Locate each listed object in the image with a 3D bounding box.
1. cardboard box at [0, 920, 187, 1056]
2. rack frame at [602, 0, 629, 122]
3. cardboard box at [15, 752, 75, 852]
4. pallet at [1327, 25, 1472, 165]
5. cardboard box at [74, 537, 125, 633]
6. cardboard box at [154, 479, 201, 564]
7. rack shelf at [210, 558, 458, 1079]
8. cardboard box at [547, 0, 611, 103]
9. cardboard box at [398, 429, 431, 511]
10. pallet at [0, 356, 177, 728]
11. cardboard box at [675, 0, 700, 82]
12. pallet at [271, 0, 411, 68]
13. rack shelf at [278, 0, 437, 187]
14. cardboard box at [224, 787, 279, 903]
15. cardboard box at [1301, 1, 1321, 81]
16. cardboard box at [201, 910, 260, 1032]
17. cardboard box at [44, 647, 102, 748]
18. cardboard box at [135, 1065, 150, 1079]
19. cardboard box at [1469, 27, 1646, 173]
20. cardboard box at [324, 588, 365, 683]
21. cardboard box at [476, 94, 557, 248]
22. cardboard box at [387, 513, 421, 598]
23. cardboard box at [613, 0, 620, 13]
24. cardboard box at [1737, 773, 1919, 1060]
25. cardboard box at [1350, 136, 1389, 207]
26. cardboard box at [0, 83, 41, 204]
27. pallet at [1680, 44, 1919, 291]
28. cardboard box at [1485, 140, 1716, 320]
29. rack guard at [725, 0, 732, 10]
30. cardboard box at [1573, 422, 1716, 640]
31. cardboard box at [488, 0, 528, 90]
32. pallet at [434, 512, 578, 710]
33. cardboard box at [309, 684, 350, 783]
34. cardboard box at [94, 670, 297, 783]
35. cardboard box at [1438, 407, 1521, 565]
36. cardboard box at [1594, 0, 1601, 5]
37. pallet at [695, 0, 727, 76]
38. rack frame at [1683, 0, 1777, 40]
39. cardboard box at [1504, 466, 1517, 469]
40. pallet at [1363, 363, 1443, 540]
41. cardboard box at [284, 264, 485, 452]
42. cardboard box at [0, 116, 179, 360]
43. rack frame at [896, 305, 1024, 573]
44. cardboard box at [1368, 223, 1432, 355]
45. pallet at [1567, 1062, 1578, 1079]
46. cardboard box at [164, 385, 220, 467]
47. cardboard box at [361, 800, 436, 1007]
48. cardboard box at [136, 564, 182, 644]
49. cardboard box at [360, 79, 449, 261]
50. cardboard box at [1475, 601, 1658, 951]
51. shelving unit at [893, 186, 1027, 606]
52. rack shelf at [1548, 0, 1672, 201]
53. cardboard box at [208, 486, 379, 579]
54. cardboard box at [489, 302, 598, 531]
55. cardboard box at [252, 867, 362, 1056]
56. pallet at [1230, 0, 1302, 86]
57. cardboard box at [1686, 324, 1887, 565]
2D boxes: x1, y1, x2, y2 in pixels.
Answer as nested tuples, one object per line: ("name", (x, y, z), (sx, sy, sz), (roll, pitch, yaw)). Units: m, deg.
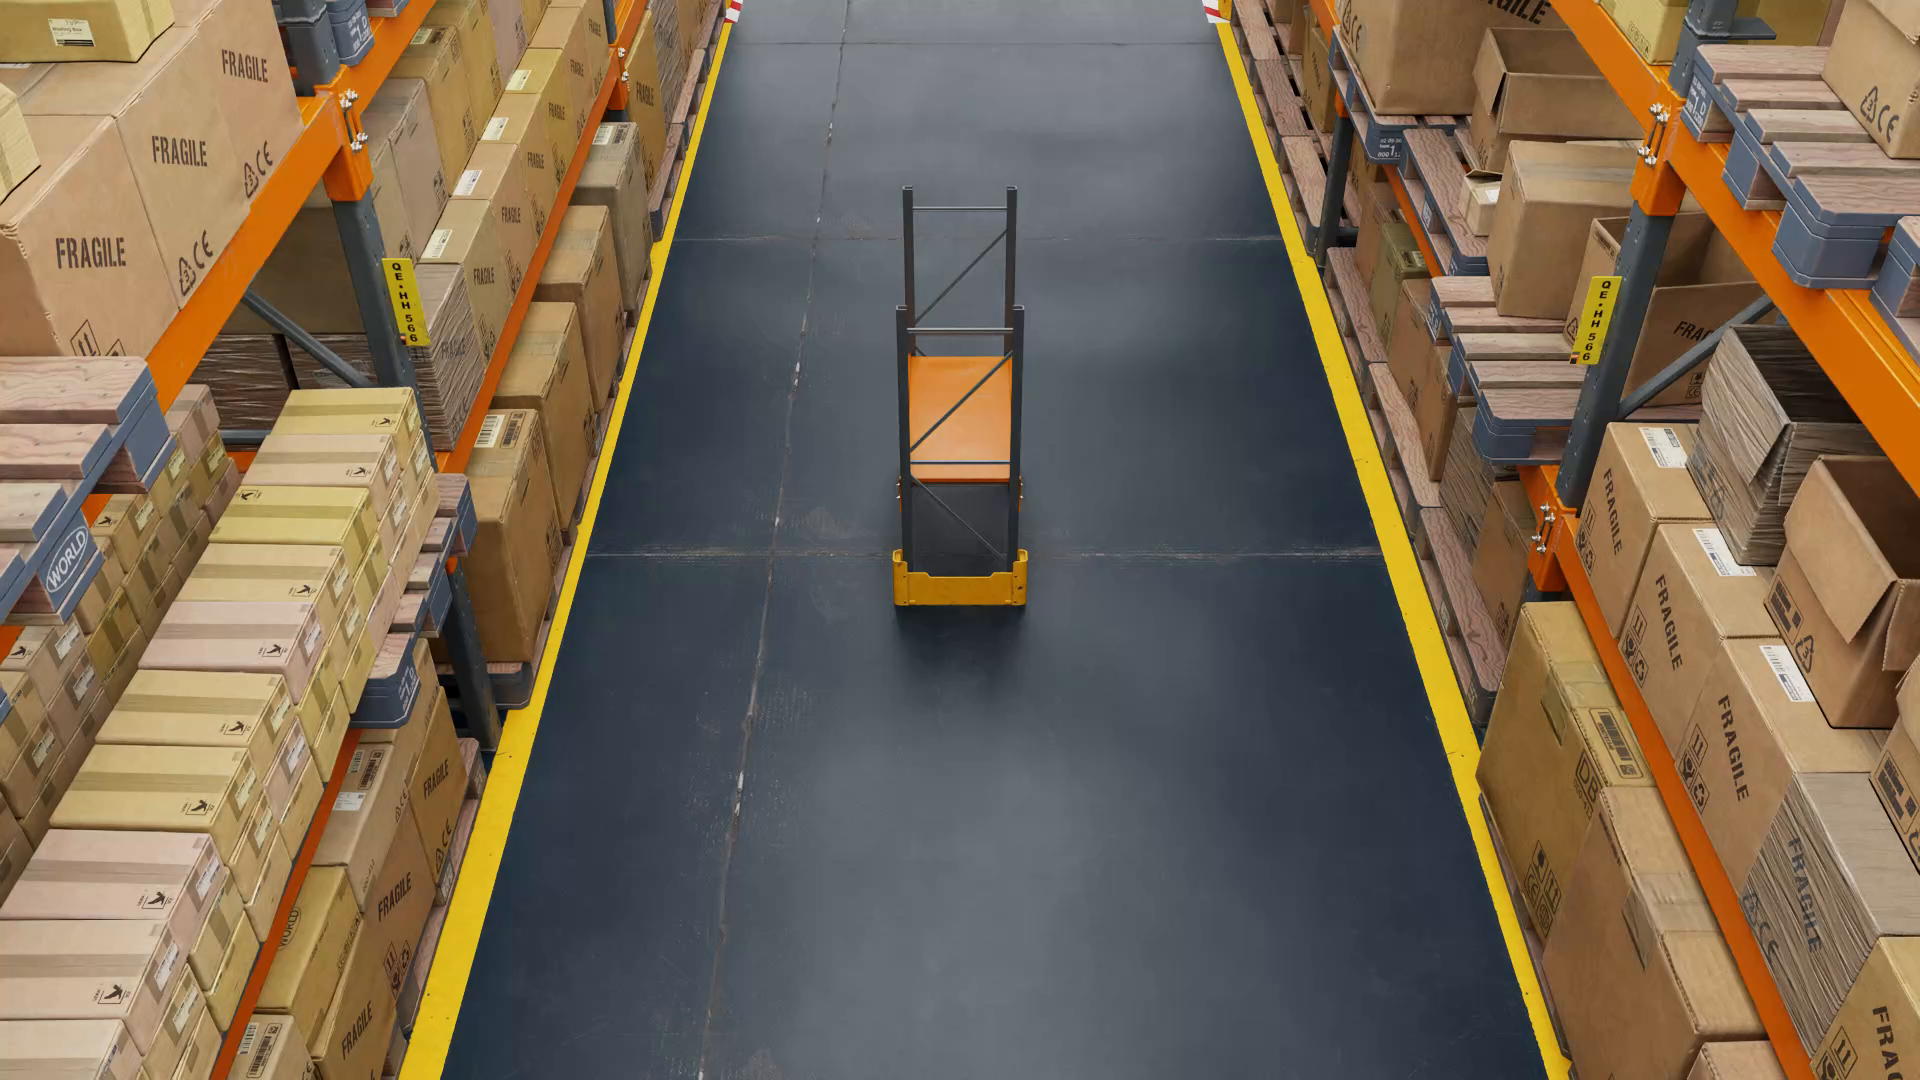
("cardboard box", (-1.902, 0.955, 3.549), (0.380, 0.149, 0.250), (0, 39, 0))
("rack frame", (-2.368, -2.853, 8.911), (1.000, 3.000, 0.127), (0, 39, 0))
("cardboard box", (-2.561, 0.692, 4.353), (0.380, 0.149, 0.250), (0, 39, 1))
("pallet", (2.448, -2.240, 8.300), (1.003, 0.211, 1.213), (0, 39, 0))
("cardboard box", (-2.558, 0.127, 4.582), (0.380, 0.149, 0.250), (-2, 39, -2))
("cardboard box", (-2.561, -0.061, 5.055), (0.380, 0.149, 0.250), (2, 39, 2))
("rack shelf", (-2.361, 1.180, 4.454), (1.077, 0.370, 4.000), (0, 39, 0))
("cardboard box", (-2.100, -2.566, 8.473), (0.500, 0.500, 0.500), (0, 39, 0))
("cardboard box", (-1.907, -0.225, 5.259), (0.380, 0.149, 0.250), (1, 39, 1))
("pallet", (-2.257, 0.018, 3.080), (1.213, 0.211, 1.003), (0, 39, 0))
("cardboard box", (-2.302, -3.715, 11.350), (0.875, 0.875, 0.875), (-1, 39, -1))
("pallet", (-2.417, -1.851, 5.413), (1.213, 0.211, 1.003), (2, 39, 2))
("rack shelf", (-2.365, -2.492, 6.637), (1.077, 0.370, 4.000), (0, 39, 0))
("cardboard box", (-1.903, 0.743, 4.051), (0.380, 0.149, 0.250), (-1, 39, -1))
("cardboard box", (2.589, -3.327, 11.166), (0.500, 0.500, 0.500), (3, 39, 4))
("cardboard box", (-1.906, 1.021, 3.942), (0.380, 0.149, 0.250), (-1, 39, -1))
("cardboard box", (-2.557, 0.419, 4.455), (0.380, 0.149, 0.250), (0, 39, 0))
("cardboard box", (-1.903, 1.235, 3.437), (0.380, 0.149, 0.250), (-2, 39, -2))
("cardboard box", (2.687, -1.913, 7.320), (0.797, 0.503, 0.637), (4, 39, 5))
("cardboard box", (-1.902, 0.263, 4.650), (0.380, 0.149, 0.250), (0, 39, 0))
("cardboard box", (-2.096, -1.616, 7.288), (0.500, 0.500, 0.500), (0, 39, -1))
("cardboard box", (-1.904, 0.046, 5.159), (0.380, 0.149, 0.250), (0, 39, 0))
("cardboard box", (-2.380, -3.142, 9.152), (0.875, 0.550, 0.550), (0, 39, 0))
("cardboard box", (2.331, 0.929, 4.112), (0.500, 0.500, 0.500), (0, 39, 0))
("cardboard box", (2.632, -2.232, 9.799), (0.500, 0.500, 0.500), (-1, 39, -1))
("cardboard box", (-2.081, -0.802, 3.262), (0.396, 0.266, 0.258), (0, 39, 0))
("pallet", (2.651, -0.986, 4.334), (1.213, 0.211, 1.003), (2, 39, 2))
("cardboard box", (2.456, -1.181, 6.410), (0.700, 0.500, 0.500), (5, 39, 7))
("rack guard", (-2.372, -4.394, 12.833), (1.175, 0.500, 0.348), (0, 39, 0))
("cardboard box", (2.325, -0.027, 5.305), (0.500, 0.500, 0.500), (1, 39, 1))
("cardboard box", (-2.358, -2.334, 7.384), (0.700, 0.500, 0.500), (0, 39, 0))
("pallet", (-2.289, 0.244, 7.277), (1.003, 0.211, 1.213), (0, 39, 0))
("cardboard box", (-1.905, 0.531, 4.553), (0.380, 0.149, 0.250), (-2, 39, -2))
("cardboard box", (-1.905, 0.466, 4.160), (0.380, 0.149, 0.250), (2, 39, 2))
("cardboard box", (2.563, -0.254, 7.315), (0.700, 0.500, 0.500), (-3, 39, -4))
("cardboard box", (2.337, -2.011, 5.582), (0.500, 0.250, 0.500), (0, 39, 0))
("pallet", (-2.293, -3.766, 12.281), (1.003, 0.211, 1.213), (0, 39, 0))
("rack frame", (2.597, -2.633, 3.839), (1.000, 3.000, 0.127), (0, 39, 0))
("cardboard box", (2.555, -0.531, 7.062), (0.500, 0.250, 0.500), (4, 39, 5))
("pallet", (2.599, -0.453, 8.147), (1.003, 0.211, 1.213), (0, 39, 0))
("cardboard box", (-2.094, -0.671, 6.109), (0.500, 0.500, 0.500), (0, 39, 0))
("cardboard box", (-2.098, -0.579, 3.595), (0.500, 0.500, 0.500), (0, 39, 0))
("rack frame", (0.000, -0.321, 6.951), (0.500, 1.500, 0.032), (0, 39, 0))
("cardboard box", (2.553, -1.307, 8.629), (0.700, 0.500, 0.500), (0, 39, 0))
("pallet", (2.521, 2.051, 5.022), (1.003, 0.211, 1.213), (0, 39, 0))
("cardboard box", (-2.556, -0.357, 5.187), (0.380, 0.149, 0.250), (0, 39, 0))
("cardboard box", (-2.104, 1.196, 5.522), (0.500, 0.500, 0.500), (1, 39, 2))
("cardboard box", (-2.563, 0.199, 4.968), (0.380, 0.149, 0.250), (2, 39, 2))
("cardboard box", (-2.356, -1.377, 6.191), (0.700, 0.500, 0.500), (-1, 39, -1))
("cardboard box", (2.577, 0.805, 5.710), (1.225, 0.875, 0.875), (-2, 39, -2))
("shelving unit", (0.000, -0.633, 7.340), (0.587, 1.500, 1.083), (0, 39, 0))
("rack shelf", (2.595, -2.432, 6.563), (1.077, 0.370, 4.000), (0, 39, 0))
("cardboard box", (-1.906, -0.022, 4.768), (0.380, 0.149, 0.250), (1, 39, 1))
("cardboard box", (-2.278, -0.565, 7.519), (1.050, 0.750, 0.750), (1, 39, 1))
("cardboard box", (-2.104, 1.229, 4.881), (0.500, 0.250, 0.500), (1, 39, 1))
("pallet", (2.553, -3.651, 12.137), (1.003, 0.211, 1.213), (0, 39, 0))
("cardboard box", (2.582, -0.265, 4.800), (0.797, 0.503, 0.637), (1, 39, 1))
